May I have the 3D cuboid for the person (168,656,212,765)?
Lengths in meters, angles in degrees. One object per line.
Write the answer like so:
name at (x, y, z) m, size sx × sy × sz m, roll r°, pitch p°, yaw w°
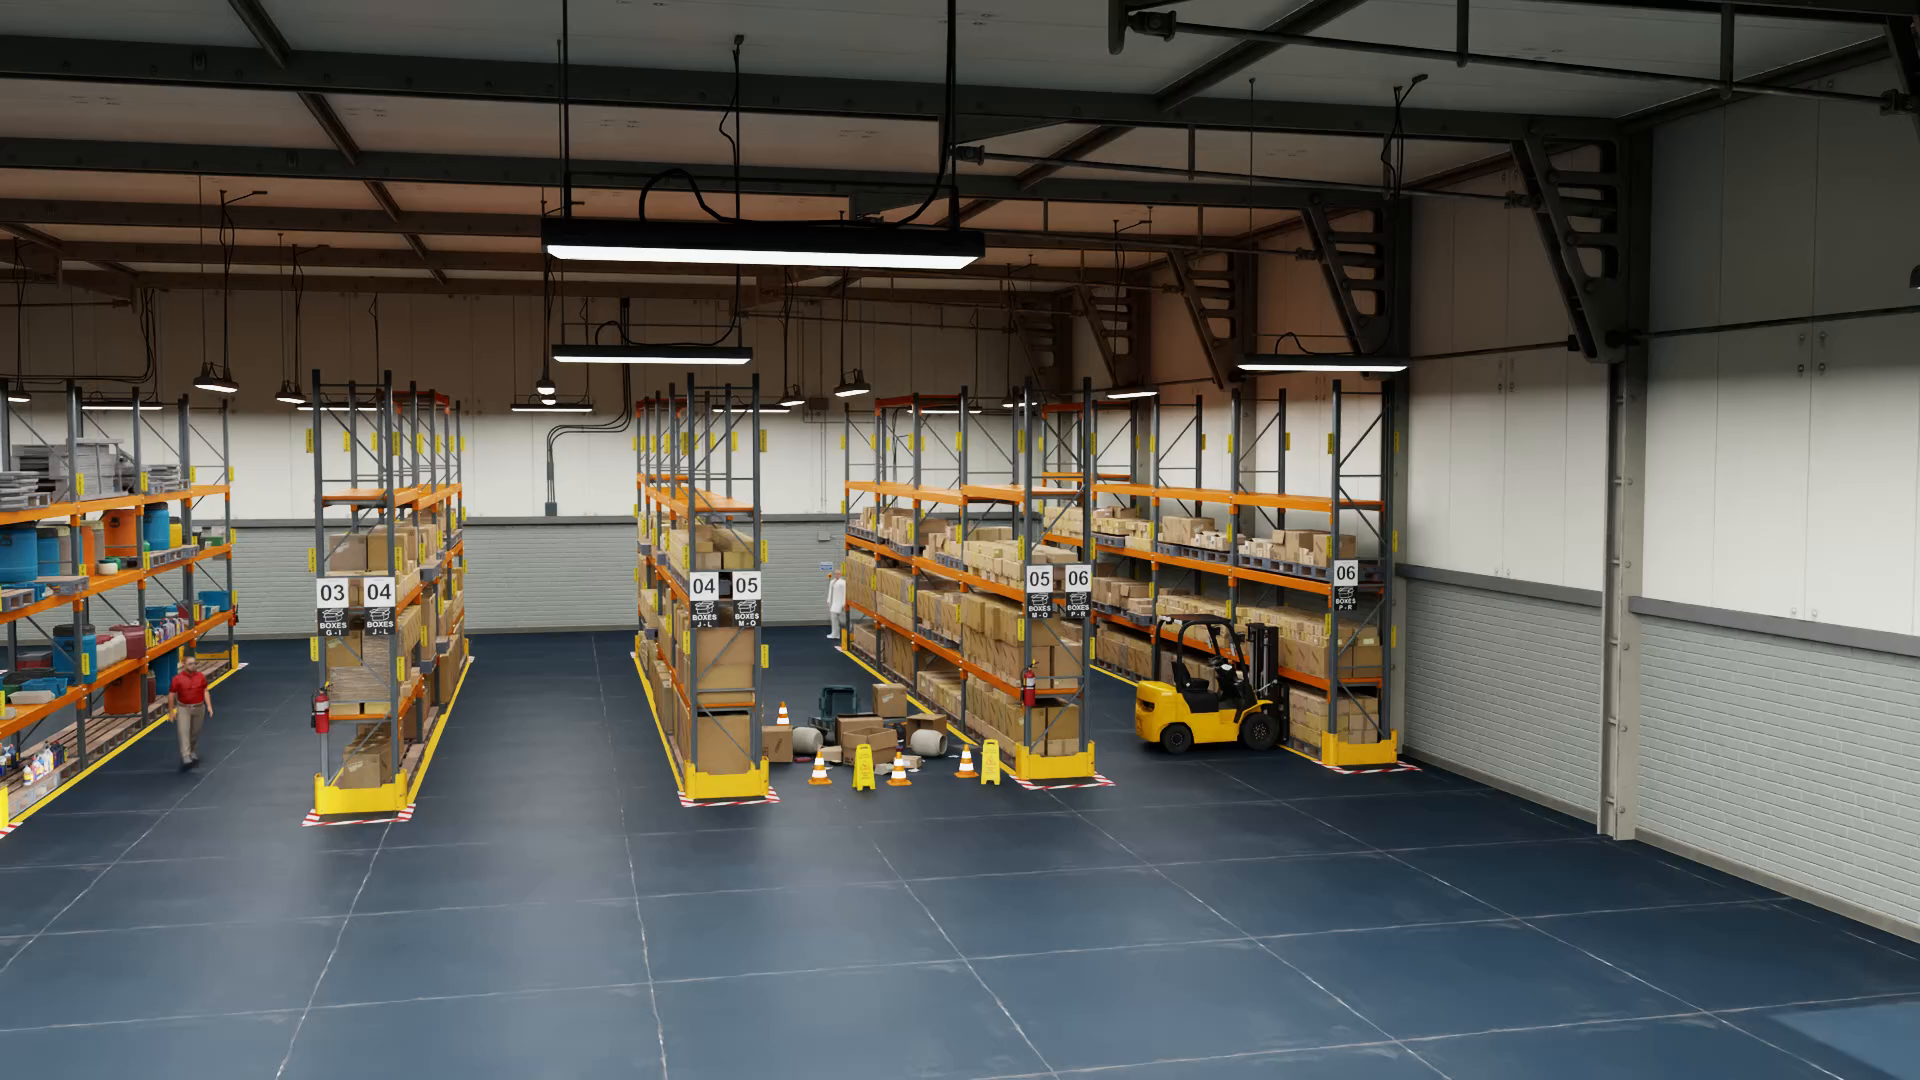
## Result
person at (-11.954, 2.649, 25.857) m, size 0.588 × 1.666 × 1.071 m, roll -3°, pitch 4°, yaw -42°

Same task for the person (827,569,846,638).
person at (-3.129, 1.632, 42.722) m, size 0.742 × 1.762 × 0.556 m, roll -2°, pitch 4°, yaw -32°
